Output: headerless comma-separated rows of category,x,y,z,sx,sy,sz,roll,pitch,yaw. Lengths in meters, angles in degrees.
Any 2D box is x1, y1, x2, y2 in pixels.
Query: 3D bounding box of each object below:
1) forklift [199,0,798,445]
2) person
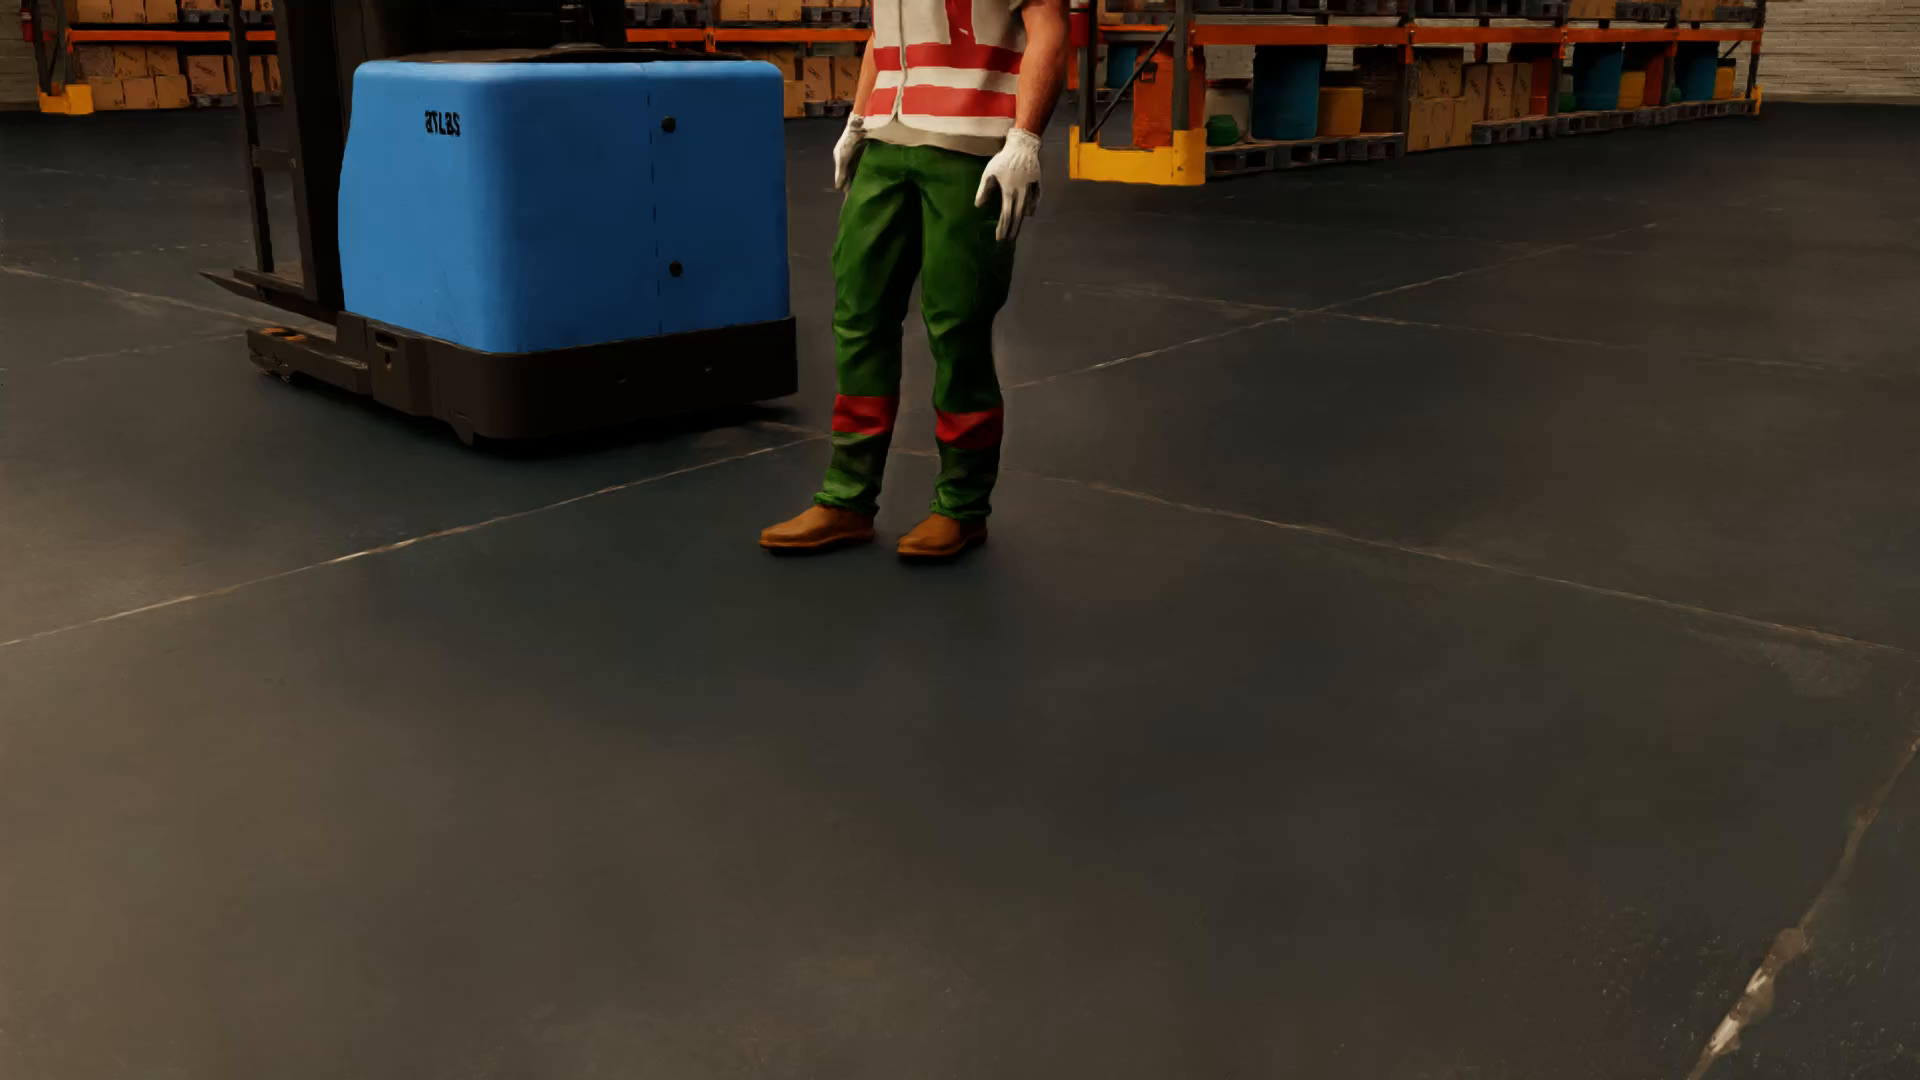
forklift,-1.863,-2.029,5.579,1.130,2.935,3.031,-14,22,-39
person,-0.098,-0.821,3.580,0.559,1.788,0.686,-16,23,-42
